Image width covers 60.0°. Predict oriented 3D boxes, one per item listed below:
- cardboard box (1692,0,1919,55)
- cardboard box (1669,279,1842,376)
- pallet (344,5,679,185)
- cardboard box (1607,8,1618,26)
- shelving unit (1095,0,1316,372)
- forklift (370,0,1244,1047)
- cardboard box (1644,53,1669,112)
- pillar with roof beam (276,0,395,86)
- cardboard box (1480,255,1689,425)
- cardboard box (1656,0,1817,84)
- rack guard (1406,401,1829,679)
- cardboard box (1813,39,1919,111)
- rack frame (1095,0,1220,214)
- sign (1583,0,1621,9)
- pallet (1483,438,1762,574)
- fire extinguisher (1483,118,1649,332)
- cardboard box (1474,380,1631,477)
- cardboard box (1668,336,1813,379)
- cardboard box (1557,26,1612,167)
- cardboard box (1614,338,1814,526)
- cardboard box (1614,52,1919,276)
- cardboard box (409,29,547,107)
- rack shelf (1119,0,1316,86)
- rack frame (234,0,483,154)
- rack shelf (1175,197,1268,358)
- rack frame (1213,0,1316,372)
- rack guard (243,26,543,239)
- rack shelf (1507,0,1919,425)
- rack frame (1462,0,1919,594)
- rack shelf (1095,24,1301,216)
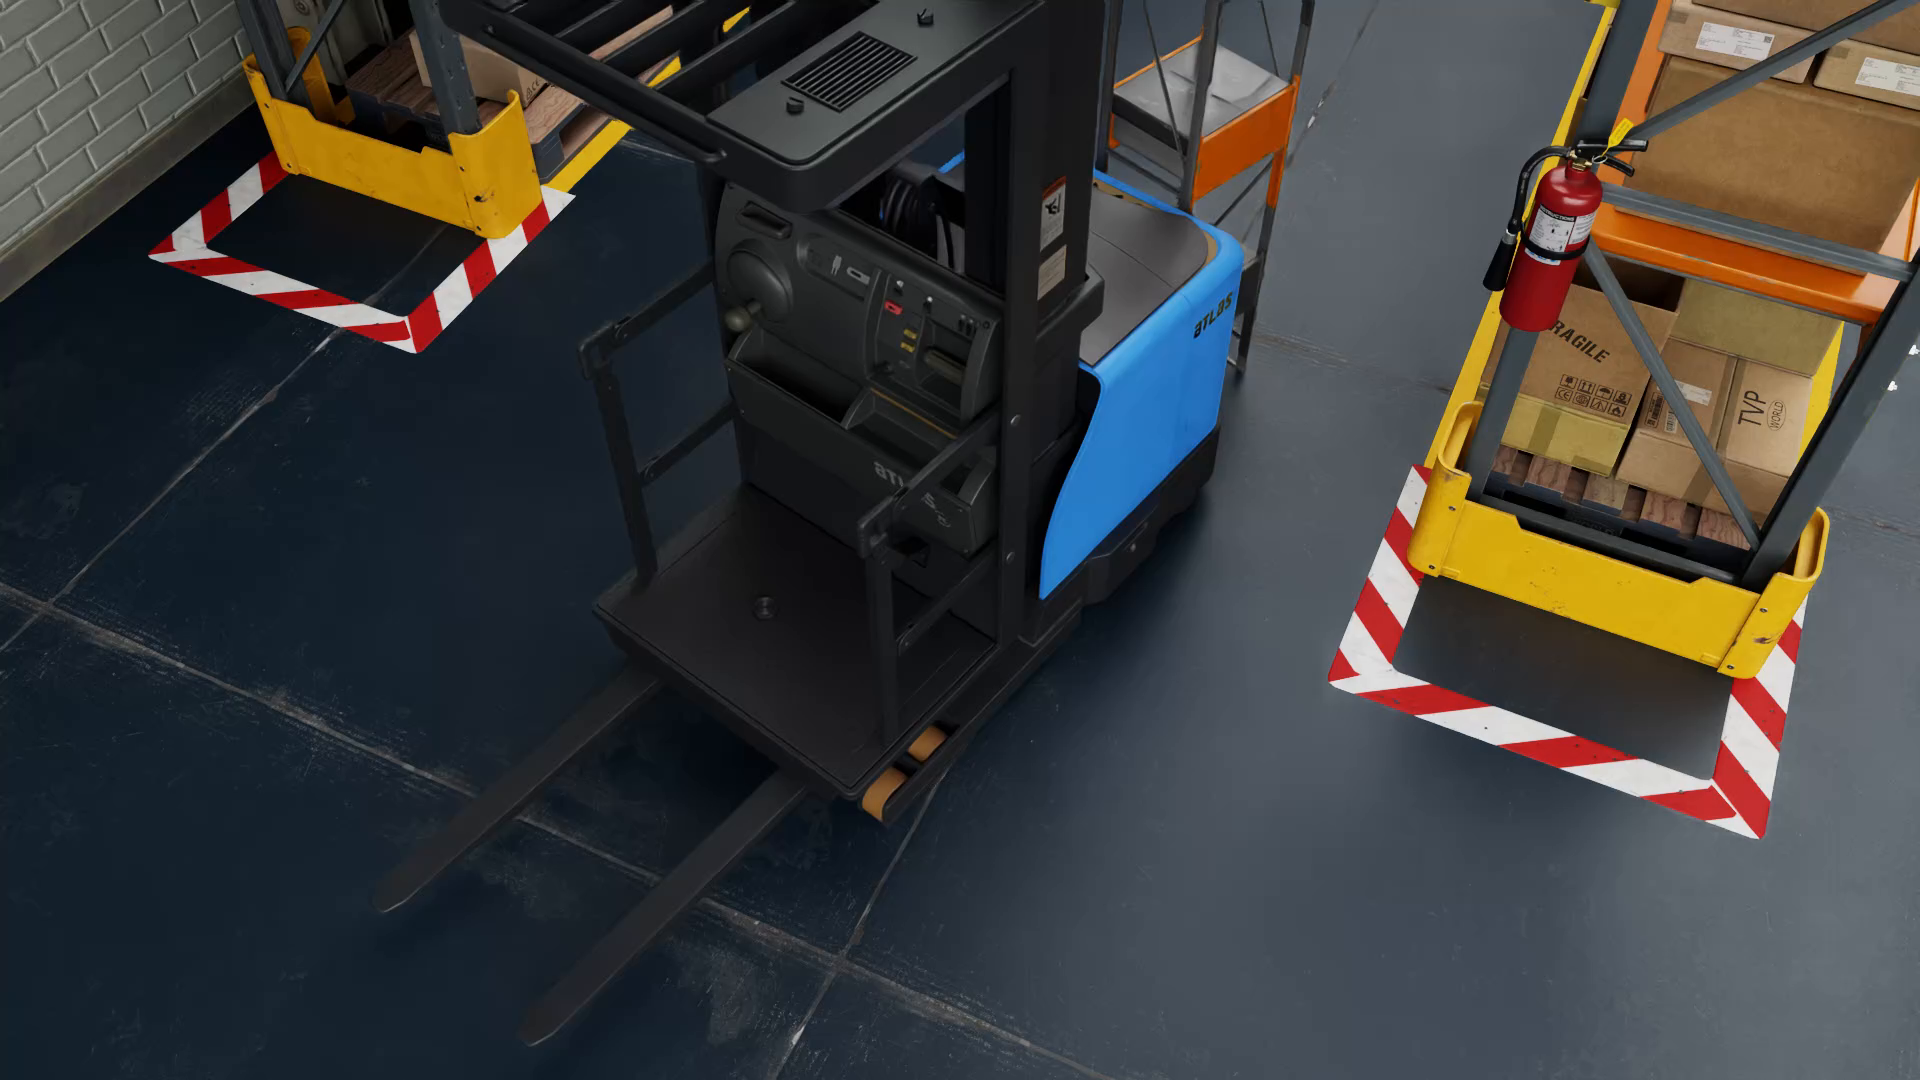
[{"bbox_3d":[2.354,-1.638,4.257,0.700,0.500,0.500,20,52,16],"label":"cardboard box"},{"bbox_3d":[2.763,-0.962,5.636,0.500,0.500,0.500,20,52,16],"label":"cardboard box"},{"bbox_3d":[-1.948,-2.138,7.430,1.003,0.211,1.213,20,52,16],"label":"pallet"},{"bbox_3d":[2.709,-1.823,6.369,0.500,0.500,0.500,20,52,16],"label":"cardboard box"},{"bbox_3d":[0.771,-1.311,5.481,0.503,2.100,0.431,-35,58,-27],"label":"shelving unit"},{"bbox_3d":[-0.424,-0.538,4.283,1.130,2.935,3.031,32,57,24],"label":"forklift"},{"bbox_3d":[2.552,-1.545,5.029,0.700,0.500,0.500,21,53,17],"label":"cardboard box"},{"bbox_3d":[1.049,-3.748,3.030,9.100,9.000,0.400,20,52,16],"label":"pillar with roof beam"},{"bbox_3d":[2.081,-0.786,5.486,0.500,0.500,0.500,20,52,16],"label":"cardboard box"},{"bbox_3d":[2.111,-1.399,4.480,0.380,0.149,0.250,19,52,15],"label":"cardboard box"},{"bbox_3d":[2.110,-0.005,5.426,1.175,0.500,0.348,20,52,16],"label":"rack guard"},{"bbox_3d":[2.483,-1.274,4.373,0.380,0.149,0.250,19,52,16],"label":"cardboard box"},{"bbox_3d":[0.594,-1.185,5.370,0.015,2.100,0.400,-35,58,-27],"label":"rack frame"},{"bbox_3d":[1.636,-1.470,4.115,0.100,0.325,0.005,20,52,16],"label":"sign"},{"bbox_3d":[2.409,-0.468,6.010,1.003,0.211,1.213,20,52,16],"label":"pallet"},{"bbox_3d":[1.650,-0.876,4.577,0.296,0.674,0.183,20,52,16],"label":"fire extinguisher"},{"bbox_3d":[2.082,-0.542,5.771,0.500,0.250,0.500,20,52,16],"label":"cardboard box"},{"bbox_3d":[2.761,-0.719,5.922,0.500,0.250,0.500,20,52,16],"label":"cardboard box"},{"bbox_3d":[2.495,-1.479,6.076,0.500,0.500,0.500,20,52,16],"label":"cardboard box"},{"bbox_3d":[2.551,-0.374,5.628,0.500,0.250,0.500,20,52,16],"label":"cardboard box"},{"bbox_3d":[2.332,-1.181,4.720,0.700,0.500,0.500,20,52,16],"label":"cardboard box"},{"bbox_3d":[-1.983,-2.159,7.094,0.500,0.311,0.500,14,51,12],"label":"cardboard box"},{"bbox_3d":[0.779,-1.759,4.962,0.480,0.518,0.431,-35,58,-27],"label":"rack shelf"},{"bbox_3d":[-2.360,-2.441,5.857,1.000,3.000,0.127,20,52,16],"label":"rack frame"},{"bbox_3d":[0.763,-0.844,6.021,0.480,0.518,0.431,-35,58,-27],"label":"rack shelf"},{"bbox_3d":[0.948,-1.436,5.592,0.015,2.100,0.400,-35,58,-27],"label":"rack frame"},{"bbox_3d":[-2.327,-1.683,6.854,1.175,0.500,0.348,20,52,16],"label":"rack guard"},{"bbox_3d":[2.975,-1.976,5.934,1.077,0.370,4.000,20,52,16],"label":"rack shelf"},{"bbox_3d":[2.121,-0.832,4.488,1.000,3.000,0.127,20,52,16],"label":"rack frame"},{"bbox_3d":[0.771,-1.302,5.492,0.480,0.518,0.431,-35,58,-27],"label":"rack shelf"}]
